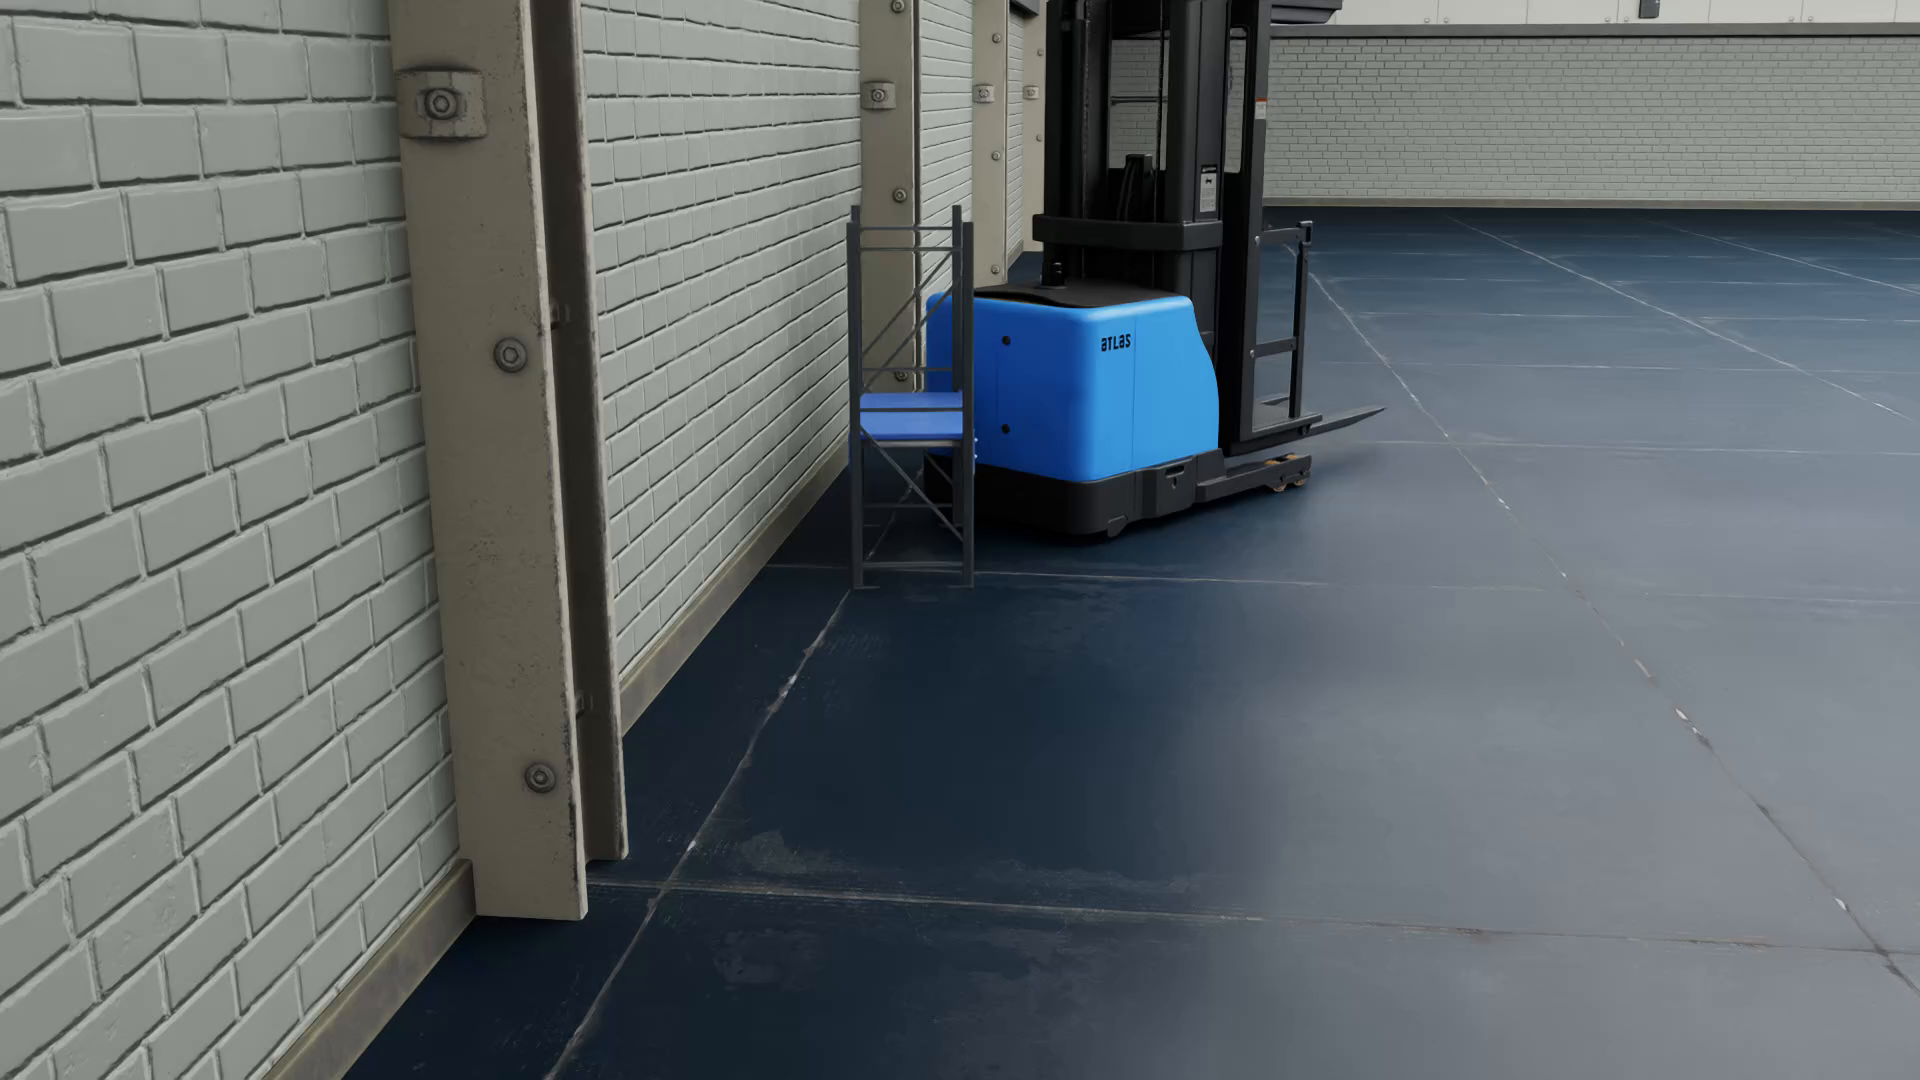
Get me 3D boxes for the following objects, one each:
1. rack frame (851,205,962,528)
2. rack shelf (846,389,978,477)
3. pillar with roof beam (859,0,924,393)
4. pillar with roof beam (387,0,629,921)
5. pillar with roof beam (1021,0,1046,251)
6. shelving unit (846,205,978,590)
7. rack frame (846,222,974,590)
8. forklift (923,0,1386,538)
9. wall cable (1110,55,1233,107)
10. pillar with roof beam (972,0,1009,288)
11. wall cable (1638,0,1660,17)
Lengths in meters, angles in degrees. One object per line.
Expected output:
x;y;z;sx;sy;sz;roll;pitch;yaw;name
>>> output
-0.243;-0.787;7.699;0.500;1.500;0.032;-1;15;-3;rack frame
-0.219;-0.481;7.256;0.538;0.185;1.000;-1;15;-3;rack shelf
3.878;-4.880;8.468;9.100;9.000;0.400;2;15;6;pillar with roof beam
3.201;-3.323;2.713;9.100;9.000;0.400;2;15;6;pillar with roof beam
5.232;-7.992;19.978;9.100;9.000;0.400;2;15;6;pillar with roof beam
-0.219;-0.655;7.209;0.538;1.500;1.048;-1;15;-3;shelving unit
-0.195;-0.522;6.719;0.500;1.500;0.032;-1;15;-3;rack frame
1.195;-1.740;8.482;1.130;2.935;3.031;14;20;41;forklift
3.278;-8.901;29.289;3.097;2.526;0.112;2;15;6;wall cable
4.555;-6.436;14.223;9.100;9.000;0.400;2;15;6;pillar with roof beam
12.709;-11.758;27.391;2.305;6.003;0.169;2;15;6;wall cable
